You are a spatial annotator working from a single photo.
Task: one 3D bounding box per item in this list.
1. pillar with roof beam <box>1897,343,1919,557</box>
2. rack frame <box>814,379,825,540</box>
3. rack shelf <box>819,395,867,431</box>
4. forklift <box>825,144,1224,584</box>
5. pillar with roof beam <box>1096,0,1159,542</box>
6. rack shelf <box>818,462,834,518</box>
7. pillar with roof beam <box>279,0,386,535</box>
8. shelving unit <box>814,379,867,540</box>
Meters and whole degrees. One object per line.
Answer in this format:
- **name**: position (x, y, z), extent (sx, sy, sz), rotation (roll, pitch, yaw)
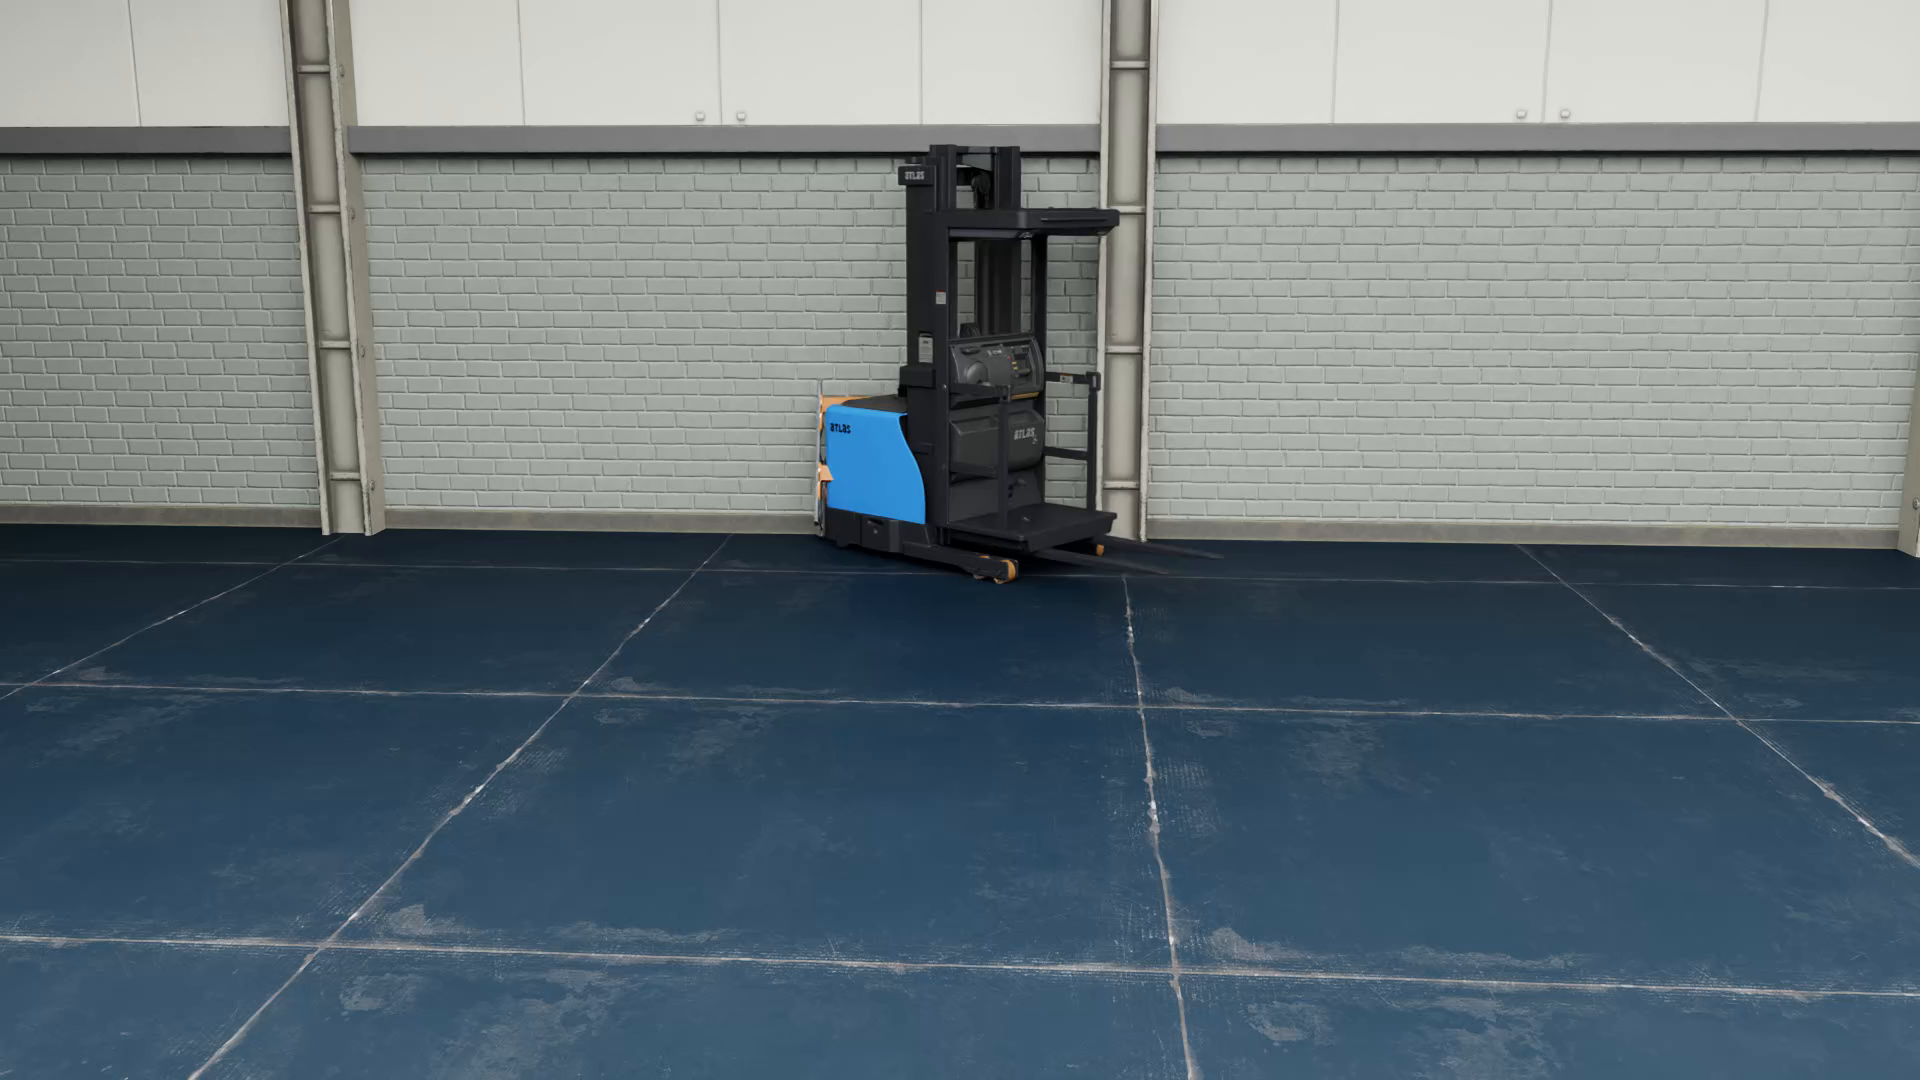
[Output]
- **pillar with roof beam**: position (6.918, -3.431, 7.191), extent (0.400, 9.000, 9.100), rotation (1, 12, 4)
- **rack frame**: position (-1.059, -0.607, 12.634), extent (0.032, 1.125, 0.500), rotation (0, -16, 0)
- **rack shelf**: position (-0.551, -0.889, 12.713), extent (1.000, 0.278, 0.538), rotation (0, -16, 0)
- **forklift**: position (0.421, -1.257, 11.621), extent (3.031, 2.935, 1.130), rotation (10, 16, 41)
- **pillar with roof beam**: position (0.931, -3.513, 7.583), extent (0.400, 9.000, 9.100), rotation (1, 12, 4)
- **rack shelf**: position (-0.551, -0.373, 12.564), extent (1.000, 0.278, 0.538), rotation (0, -16, 0)
- **pillar with roof beam**: position (-5.056, -3.595, 7.975), extent (0.400, 9.000, 9.100), rotation (1, 12, 4)
- **shelving unit**: position (-0.551, -0.608, 12.632), extent (1.048, 1.125, 0.538), rotation (0, -16, 0)
